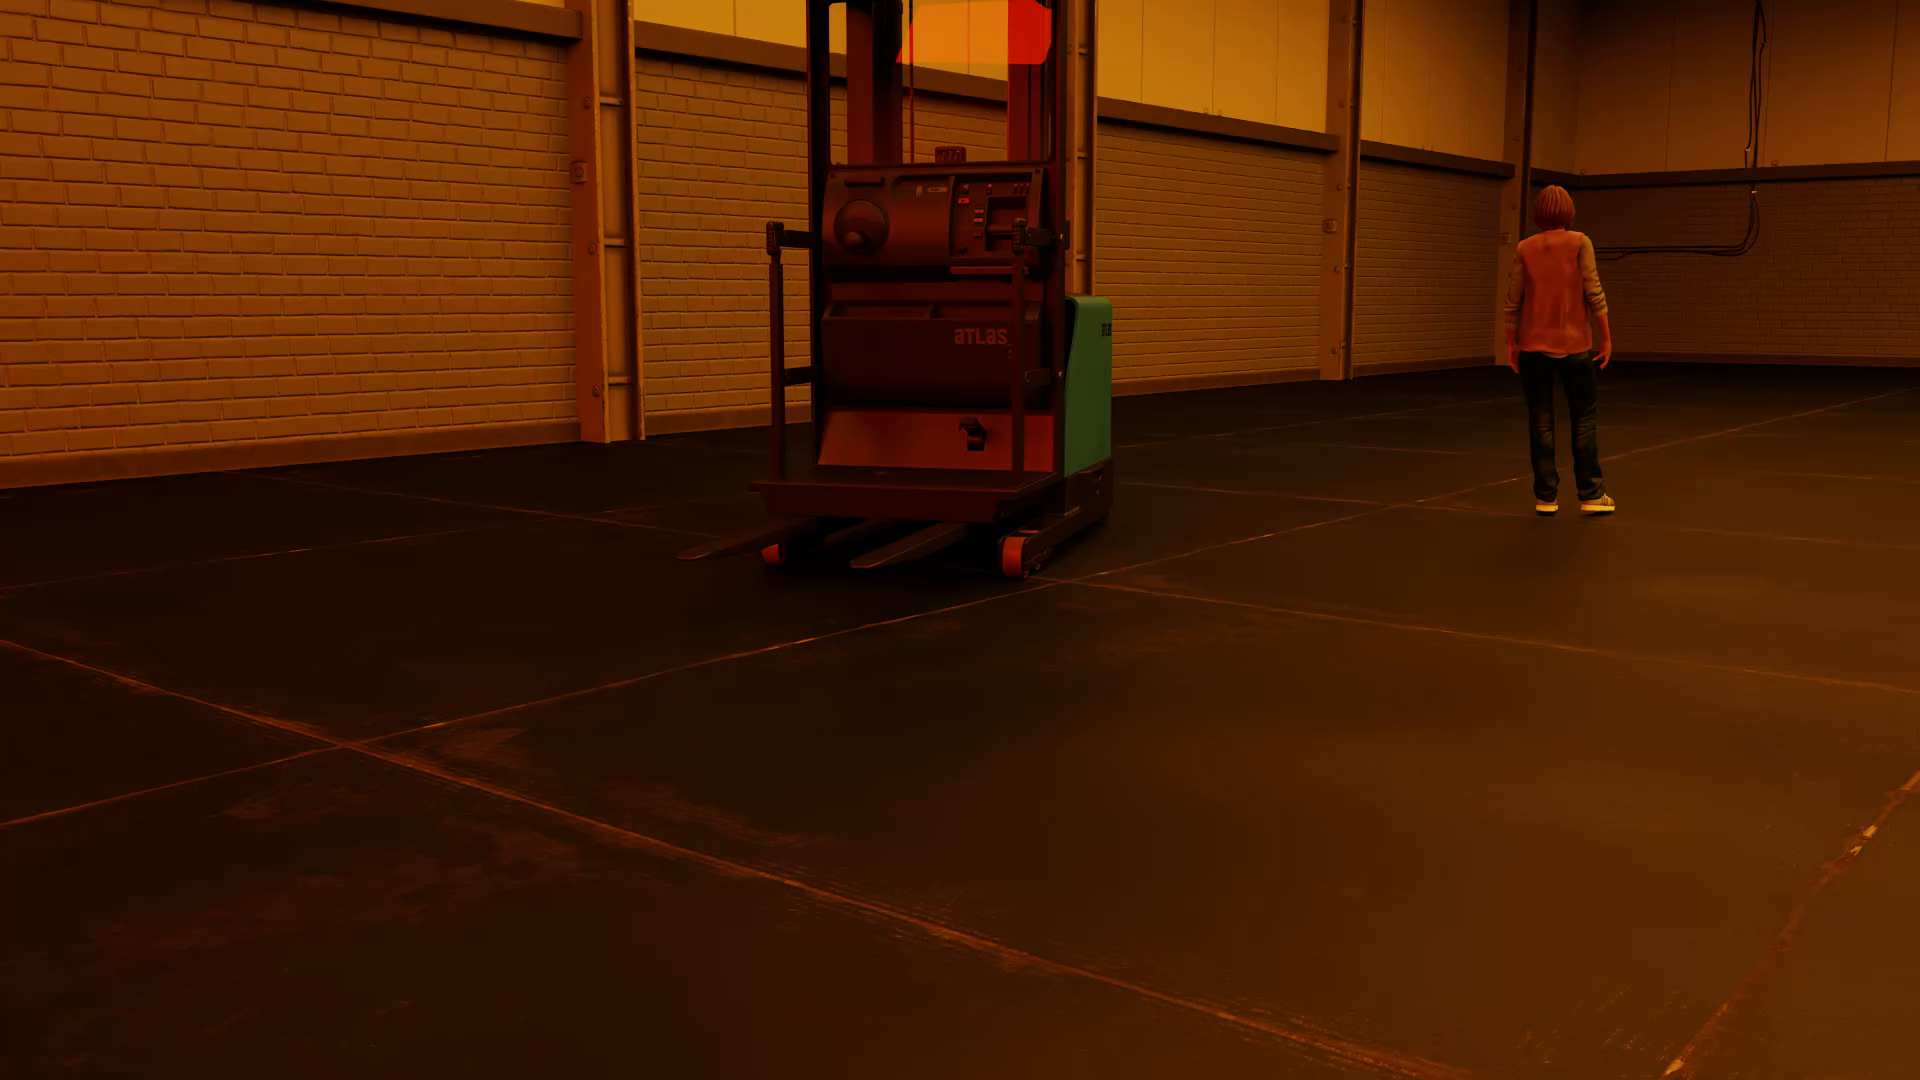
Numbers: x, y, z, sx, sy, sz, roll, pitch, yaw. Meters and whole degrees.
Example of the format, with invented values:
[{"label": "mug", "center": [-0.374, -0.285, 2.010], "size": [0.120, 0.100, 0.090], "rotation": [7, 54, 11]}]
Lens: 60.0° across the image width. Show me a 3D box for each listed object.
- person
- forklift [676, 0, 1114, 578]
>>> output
[{"label": "person", "center": [2.967, -0.932, 8.207], "size": [0.522, 1.600, 0.472], "rotation": [5, 10, 33]}, {"label": "forklift", "center": [-0.176, -1.366, 6.616], "size": [1.130, 2.935, 3.031], "rotation": [3, 9, 17]}]
